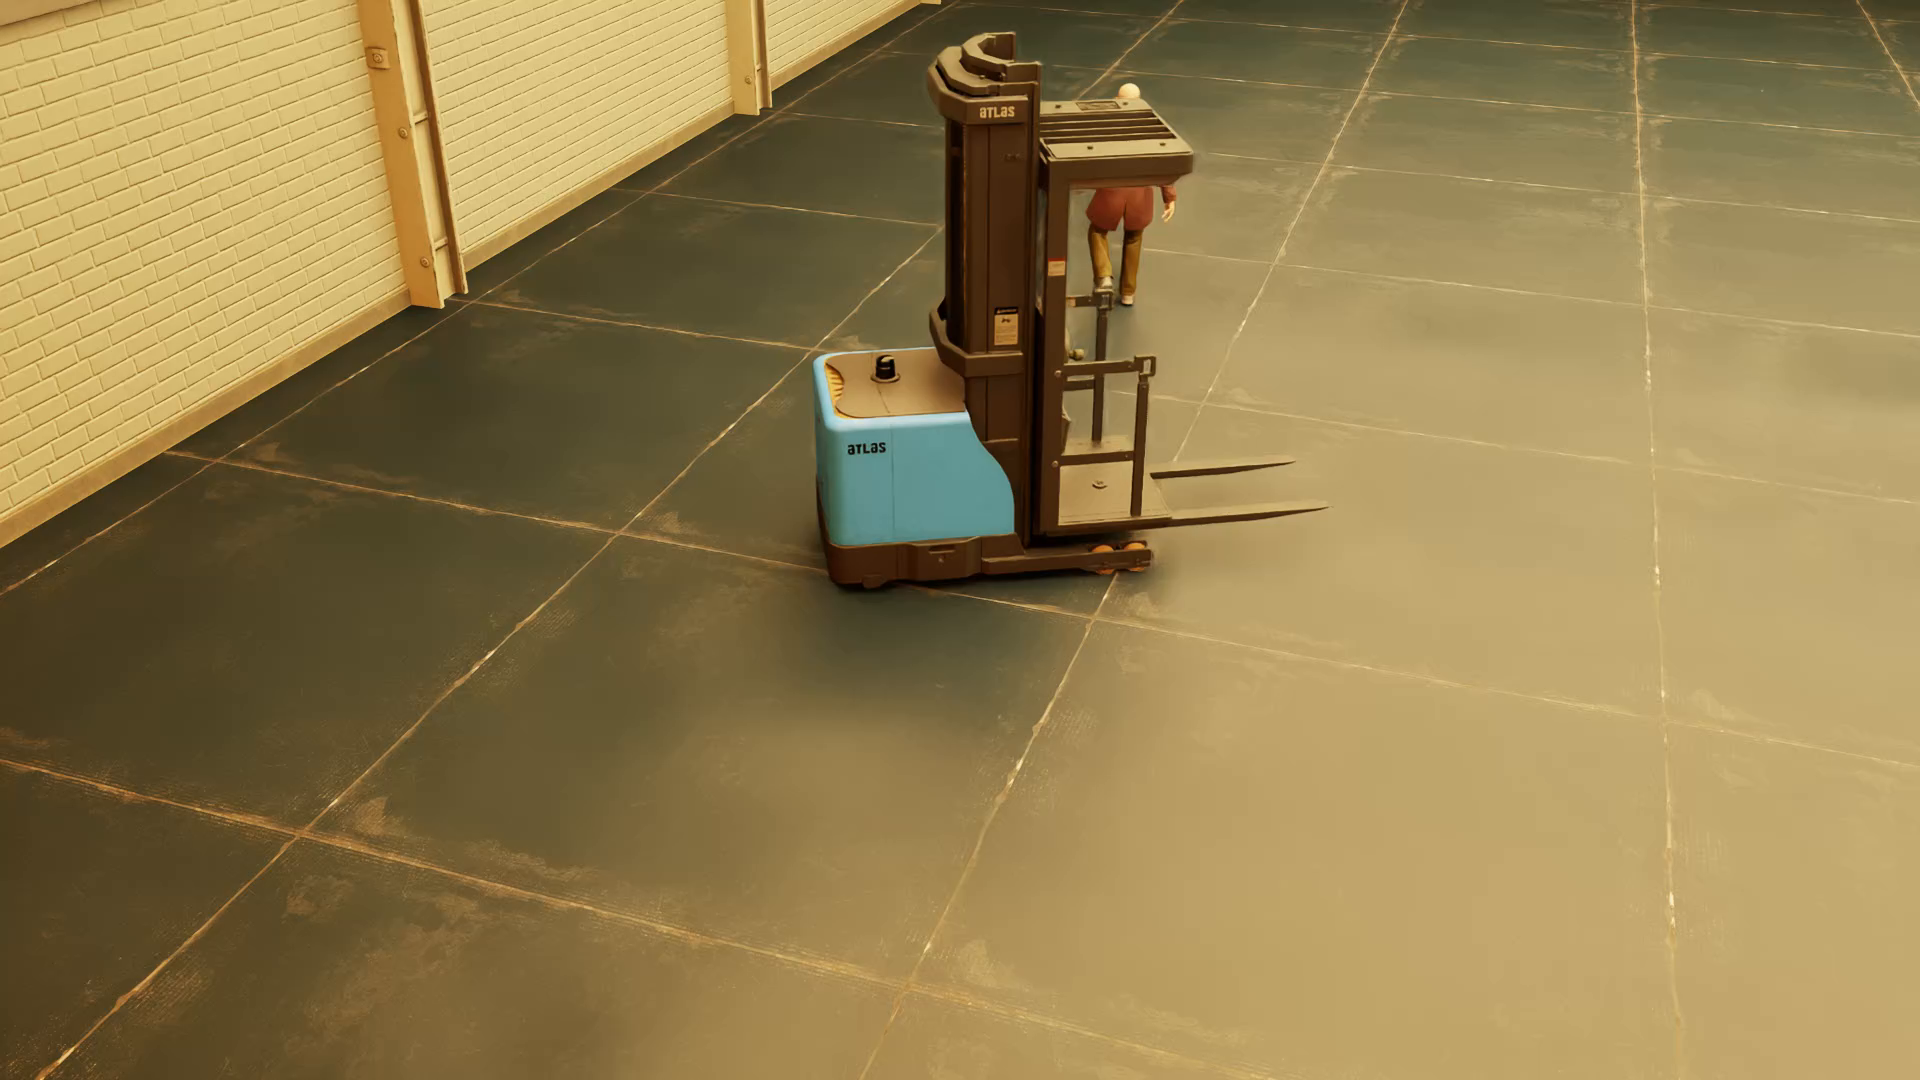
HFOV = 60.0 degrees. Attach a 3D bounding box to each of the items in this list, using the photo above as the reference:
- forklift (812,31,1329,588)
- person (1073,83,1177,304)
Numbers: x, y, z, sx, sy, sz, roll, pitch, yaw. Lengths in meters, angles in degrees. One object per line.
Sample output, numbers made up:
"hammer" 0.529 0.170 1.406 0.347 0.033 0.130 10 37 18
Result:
"forklift" 0.677 -1.327 9.464 3.031 2.935 1.130 -5 30 -8
"person" 1.276 -2.686 13.035 0.826 1.760 0.598 1 30 2
